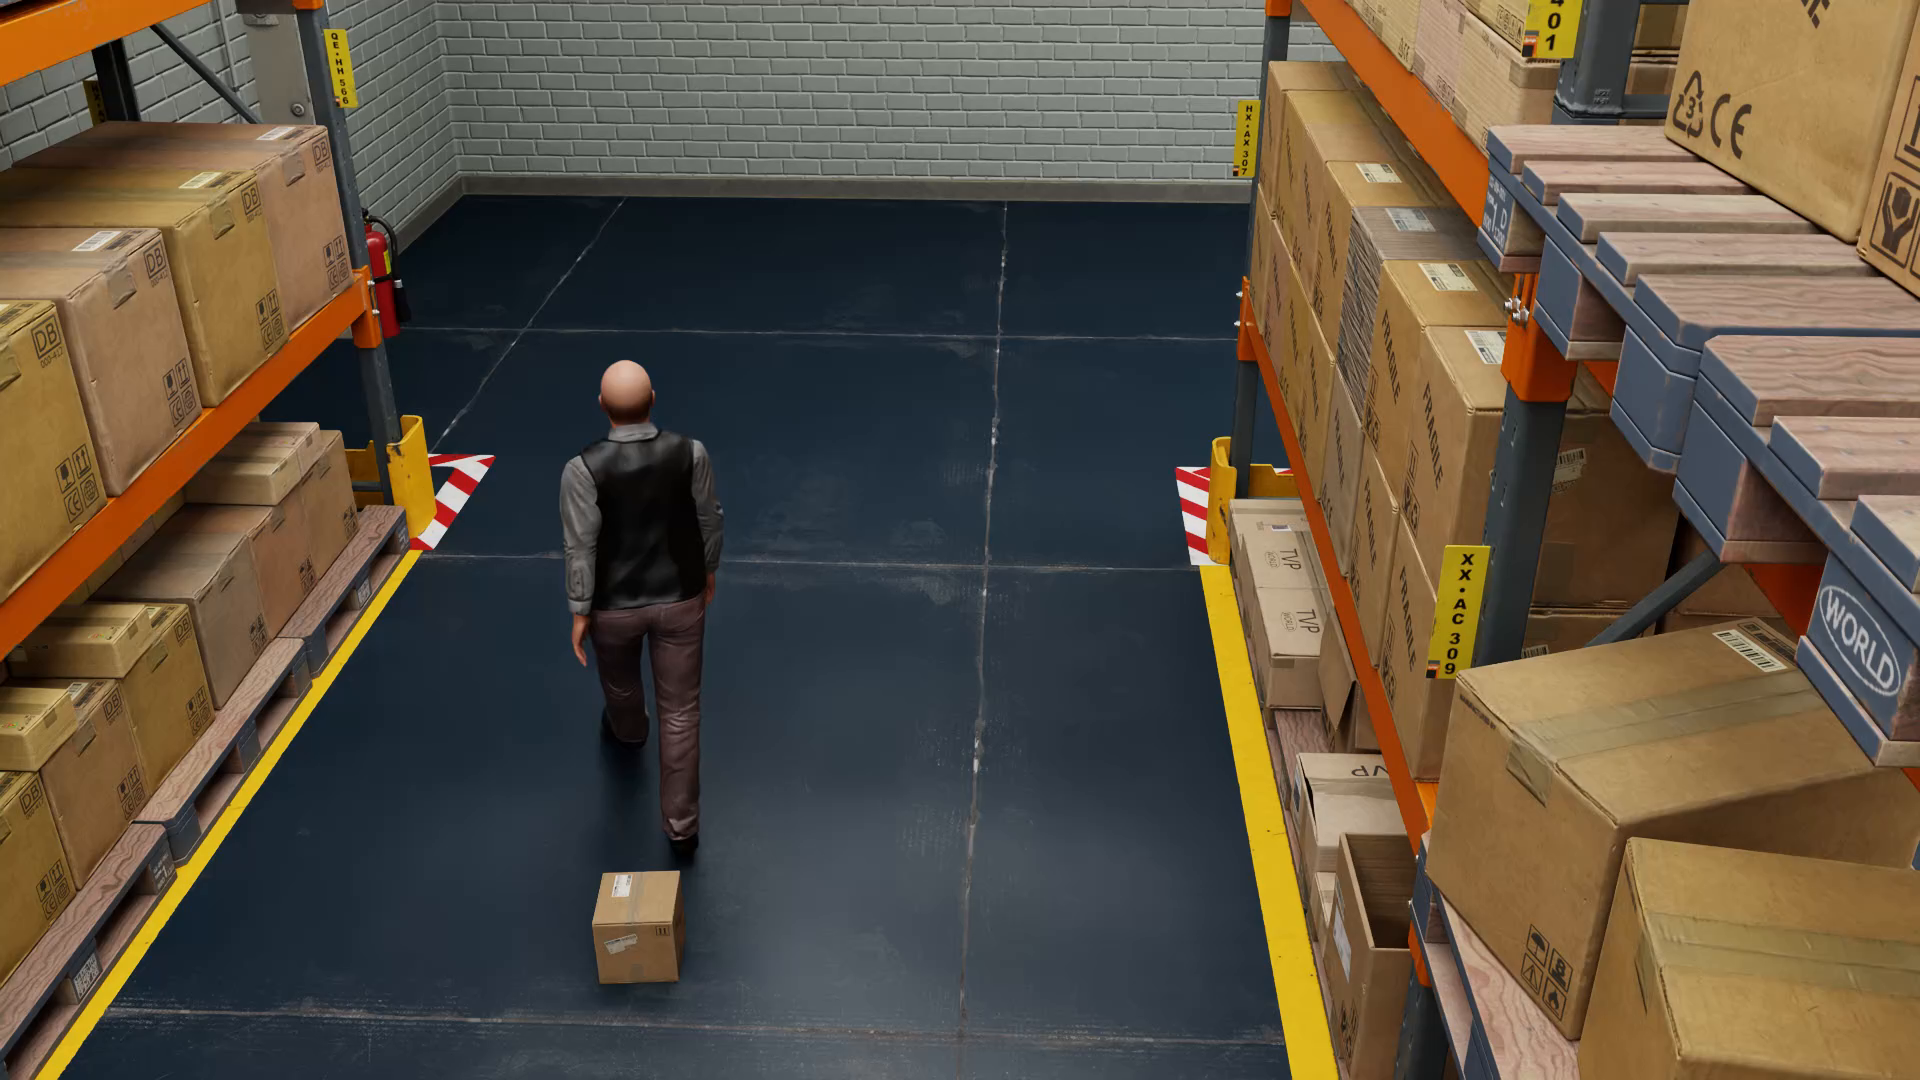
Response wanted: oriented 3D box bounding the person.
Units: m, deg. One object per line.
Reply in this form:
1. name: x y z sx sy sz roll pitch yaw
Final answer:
1. person: -1.093 0.158 5.829 0.563 1.655 0.996 -7 29 -13
